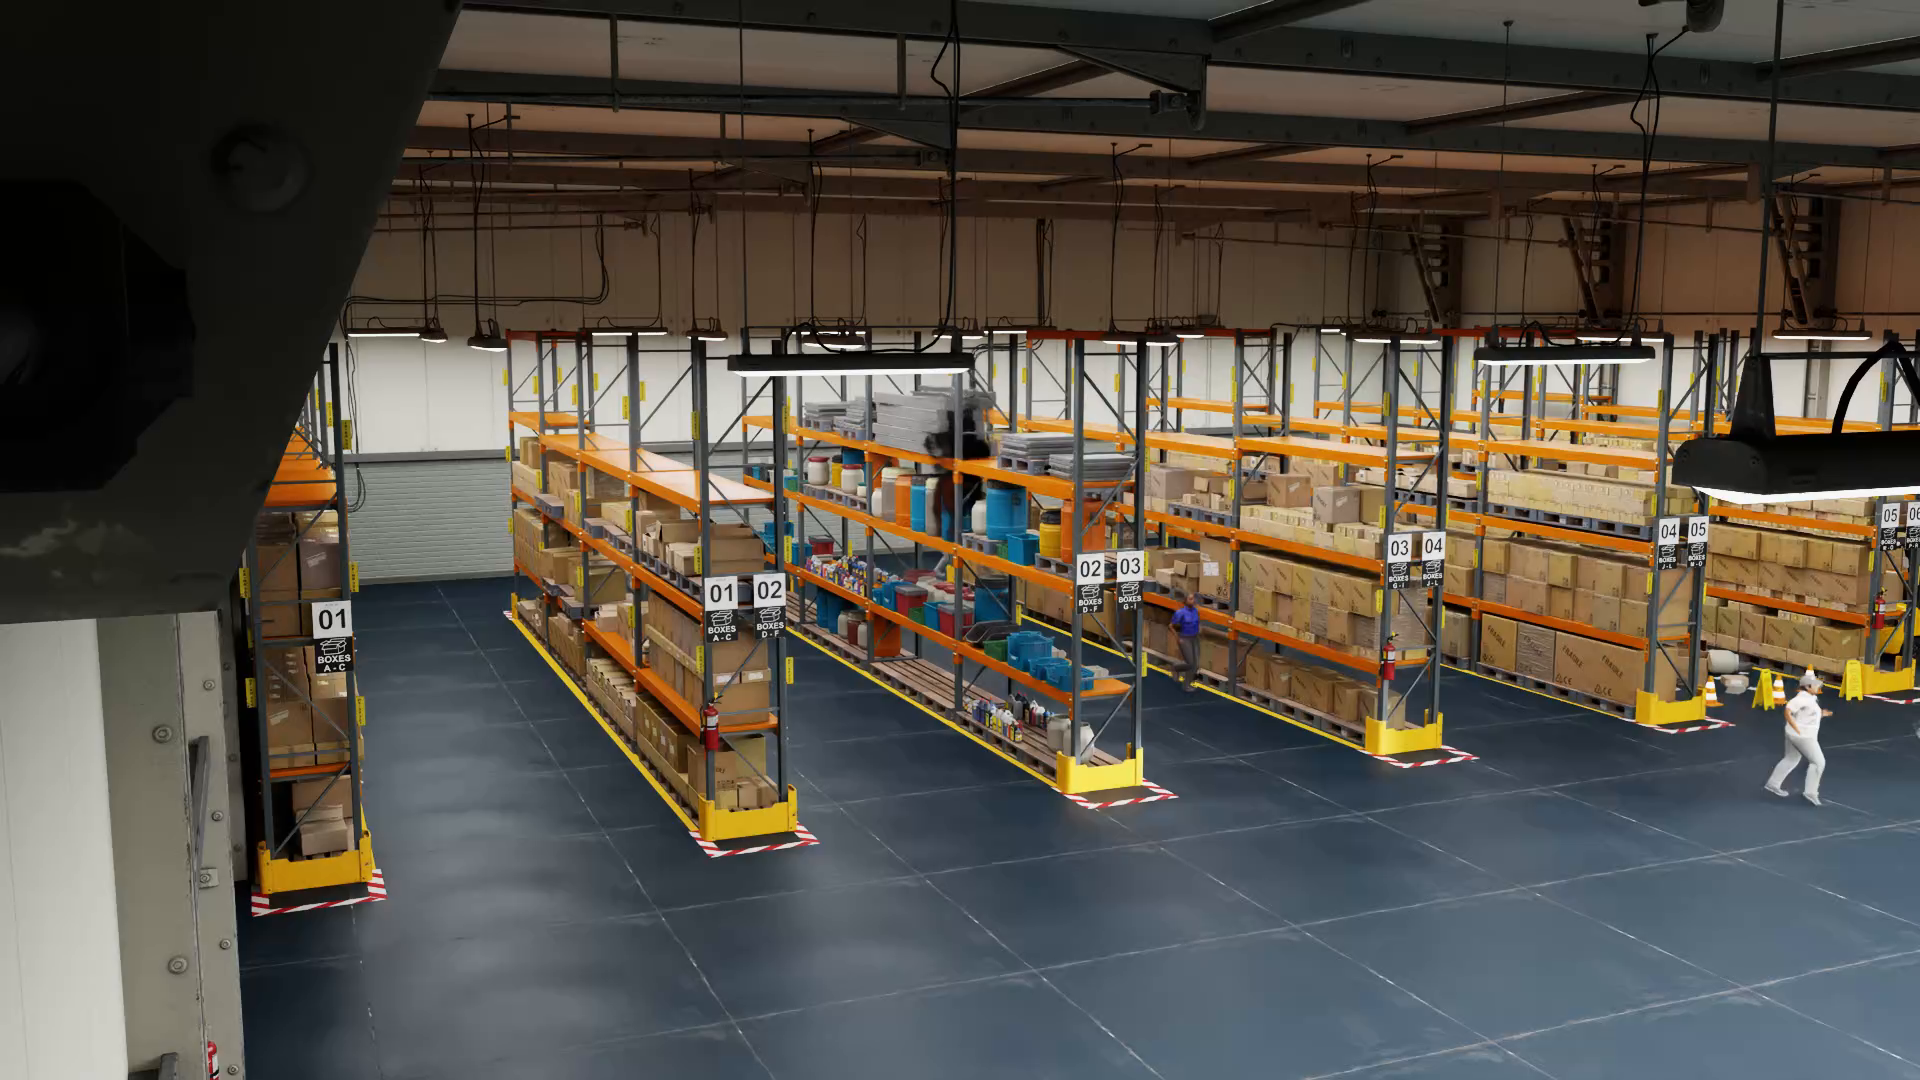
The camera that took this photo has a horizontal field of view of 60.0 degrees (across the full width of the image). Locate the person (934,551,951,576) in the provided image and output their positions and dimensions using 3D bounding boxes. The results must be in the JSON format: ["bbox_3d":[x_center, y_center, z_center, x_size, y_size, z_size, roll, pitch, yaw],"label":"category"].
[{"bbox_3d":[-0.282,0.076,39.987,0.749,1.724,0.579,-1,8,-9],"label":"person"}]

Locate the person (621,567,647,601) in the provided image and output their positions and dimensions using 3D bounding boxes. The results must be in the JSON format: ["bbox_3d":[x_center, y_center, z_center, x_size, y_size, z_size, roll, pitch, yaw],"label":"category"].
[{"bbox_3d":[-6.906,0.692,35.090,0.702,1.719,0.654,-6,10,-36],"label":"person"}]

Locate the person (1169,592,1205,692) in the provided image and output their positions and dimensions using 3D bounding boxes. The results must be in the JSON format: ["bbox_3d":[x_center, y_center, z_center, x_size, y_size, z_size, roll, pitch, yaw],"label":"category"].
[{"bbox_3d":[3.677,1.637,26.743,0.574,1.603,0.561,-5,9,-31],"label":"person"}]

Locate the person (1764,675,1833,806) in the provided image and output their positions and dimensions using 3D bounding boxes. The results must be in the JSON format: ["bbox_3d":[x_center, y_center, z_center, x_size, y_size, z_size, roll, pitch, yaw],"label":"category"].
[{"bbox_3d":[10.924,2.596,21.644,0.754,1.737,0.574,2,8,18],"label":"person"}]
